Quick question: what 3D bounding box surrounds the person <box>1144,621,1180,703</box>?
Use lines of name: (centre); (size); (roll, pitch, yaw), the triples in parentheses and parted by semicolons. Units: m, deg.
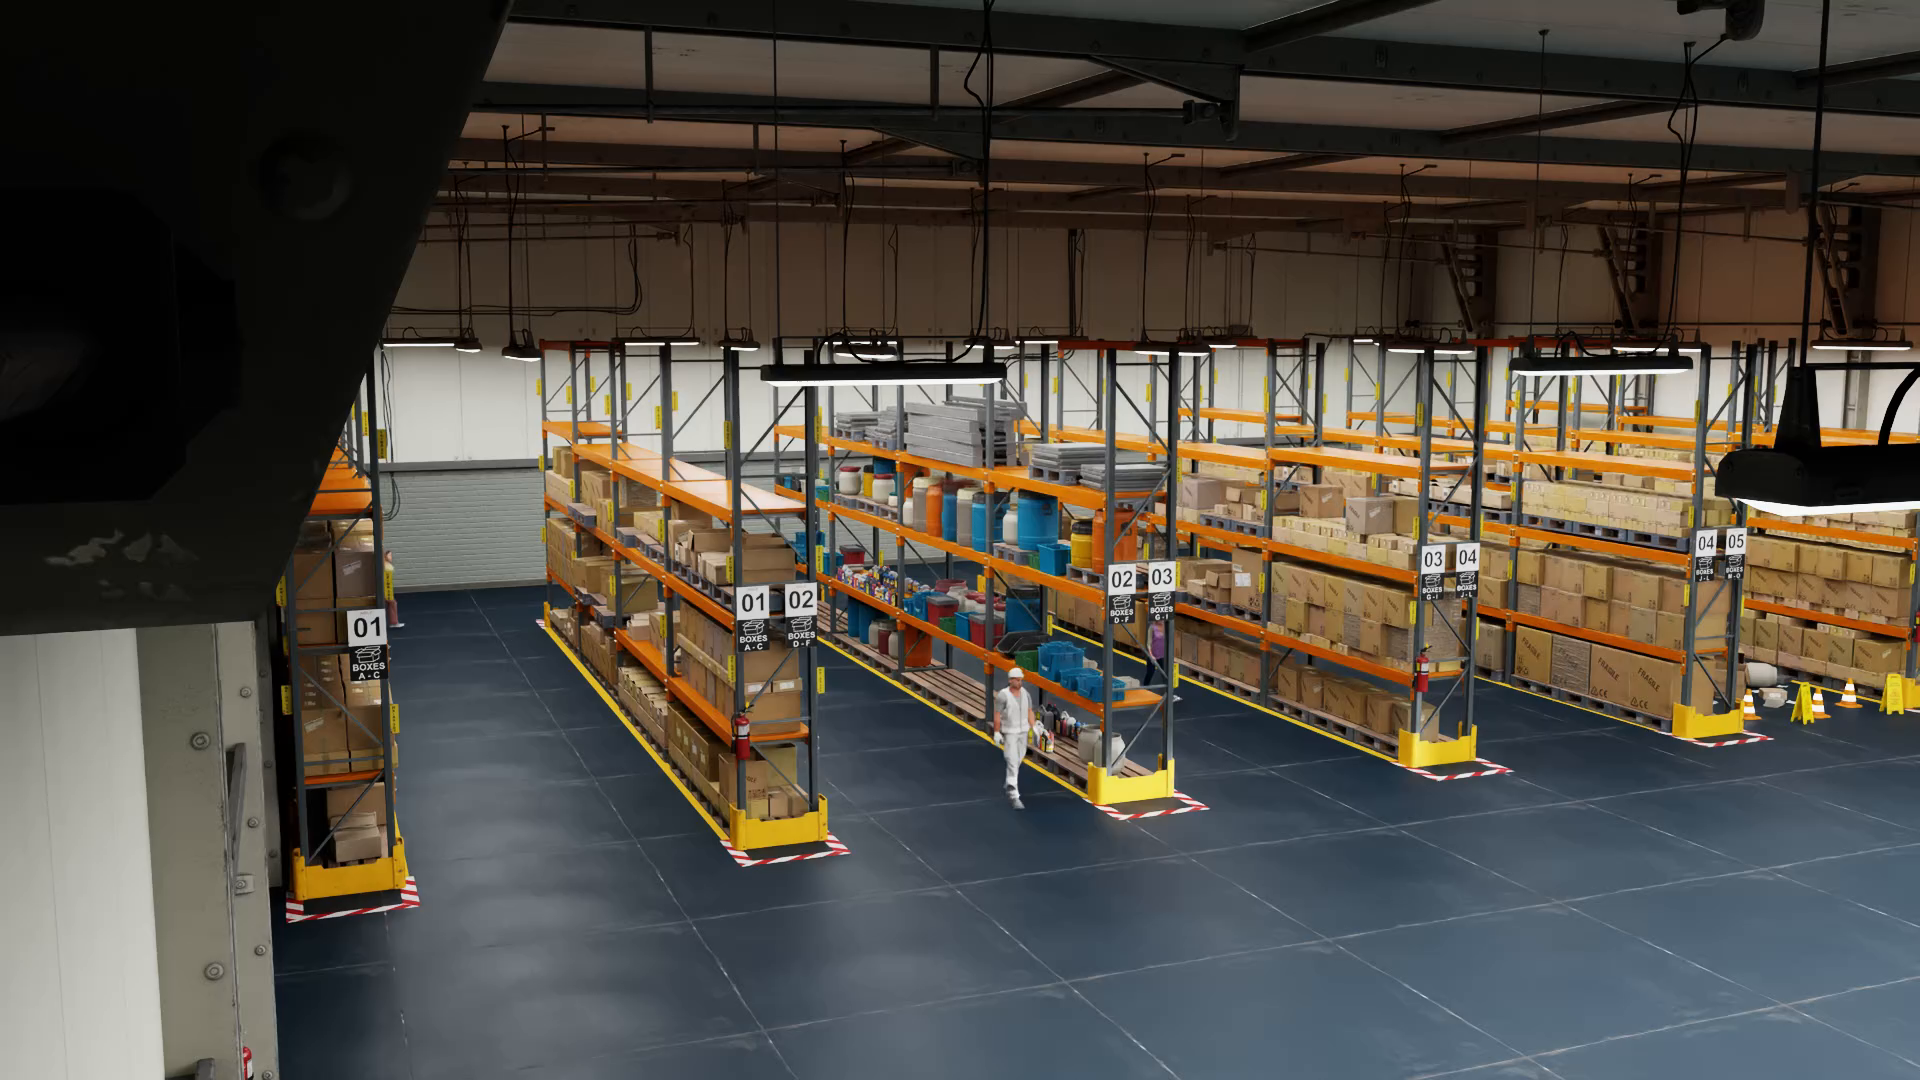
person: (3.334, 1.955, 27.715); (0.448, 1.538, 1.011); (-2, 8, -15)

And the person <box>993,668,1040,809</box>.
person: (0.774, 2.586, 22.027); (0.561, 1.782, 0.745); (-5, 9, -36)

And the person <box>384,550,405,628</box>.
person: (-12.036, 1.011, 34.644); (0.853, 1.641, 0.451); (-1, 8, -10)
